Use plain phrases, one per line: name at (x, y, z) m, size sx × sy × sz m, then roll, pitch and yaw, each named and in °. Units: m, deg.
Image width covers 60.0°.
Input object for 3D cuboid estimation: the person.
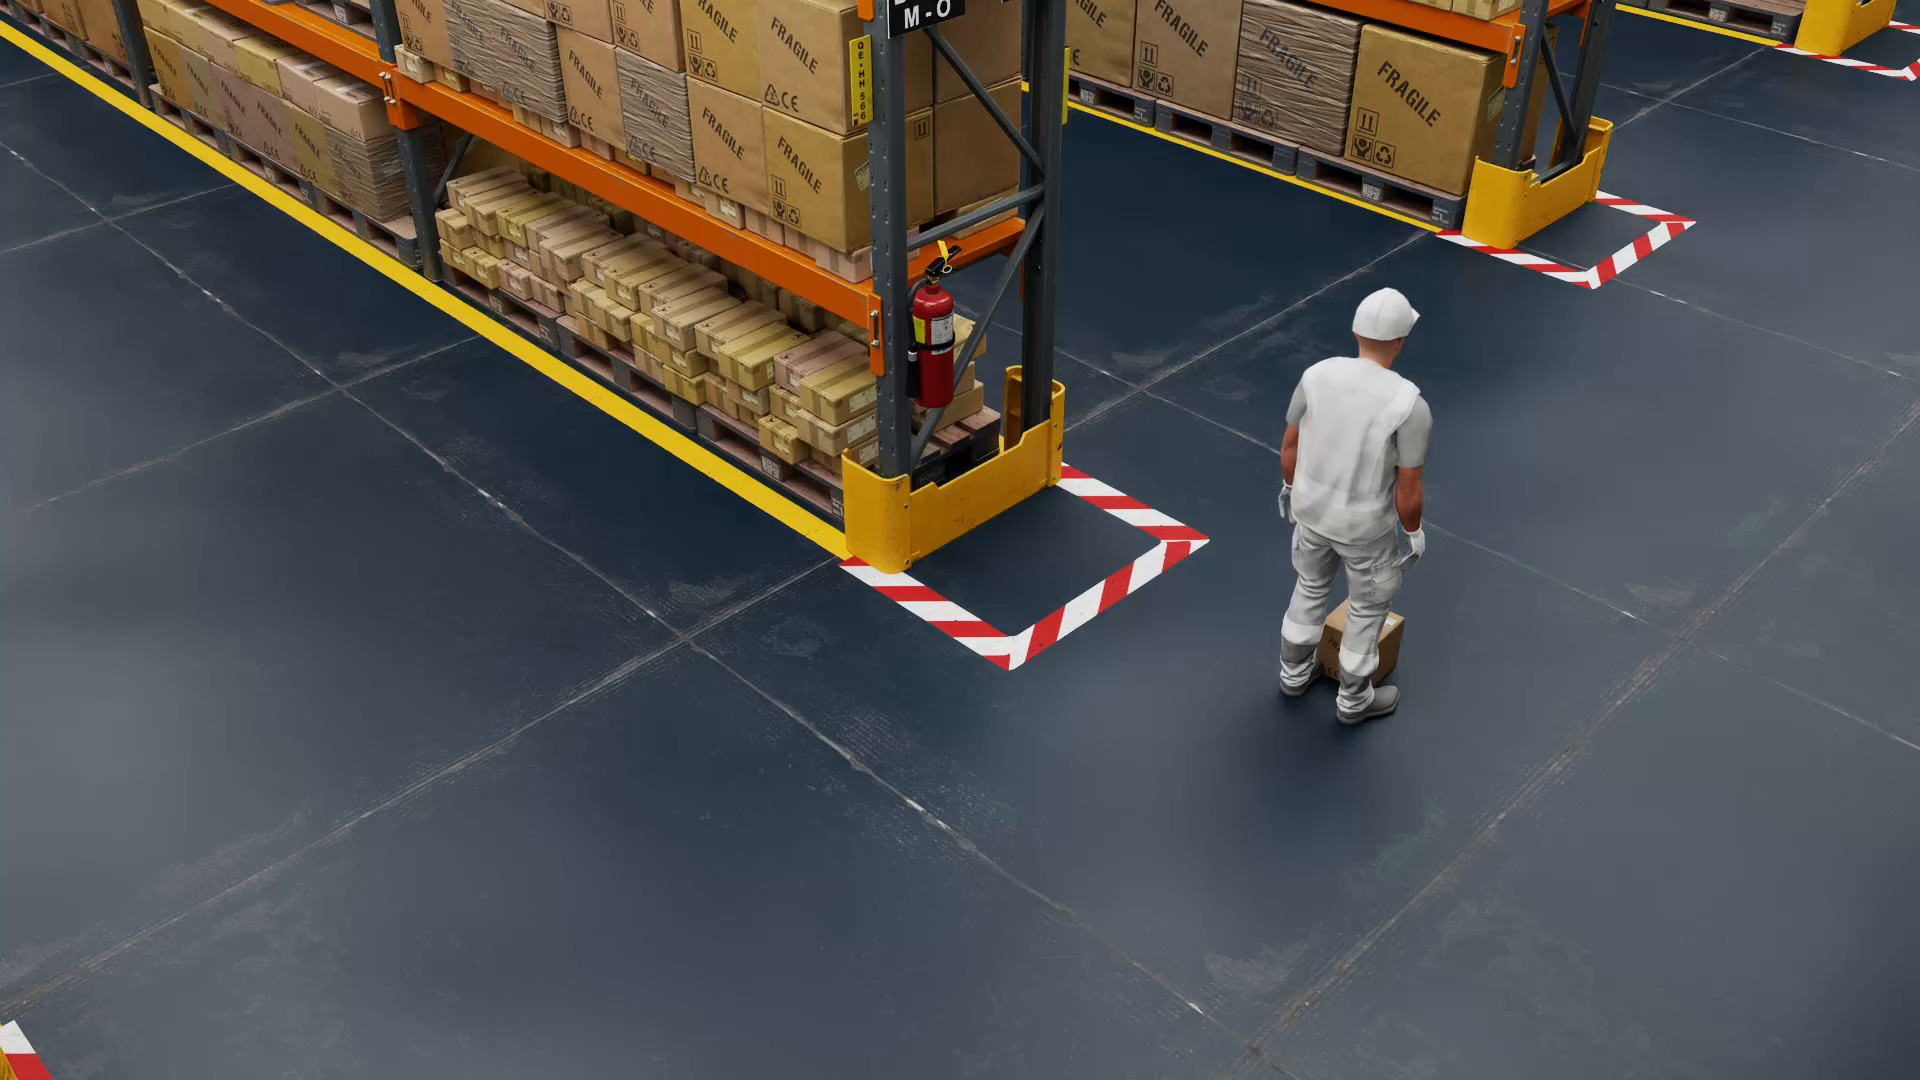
person at (1.480, -0.106, 6.284) m, size 0.609 × 1.777 × 0.453 m, roll 27°, pitch 43°, yaw 33°
